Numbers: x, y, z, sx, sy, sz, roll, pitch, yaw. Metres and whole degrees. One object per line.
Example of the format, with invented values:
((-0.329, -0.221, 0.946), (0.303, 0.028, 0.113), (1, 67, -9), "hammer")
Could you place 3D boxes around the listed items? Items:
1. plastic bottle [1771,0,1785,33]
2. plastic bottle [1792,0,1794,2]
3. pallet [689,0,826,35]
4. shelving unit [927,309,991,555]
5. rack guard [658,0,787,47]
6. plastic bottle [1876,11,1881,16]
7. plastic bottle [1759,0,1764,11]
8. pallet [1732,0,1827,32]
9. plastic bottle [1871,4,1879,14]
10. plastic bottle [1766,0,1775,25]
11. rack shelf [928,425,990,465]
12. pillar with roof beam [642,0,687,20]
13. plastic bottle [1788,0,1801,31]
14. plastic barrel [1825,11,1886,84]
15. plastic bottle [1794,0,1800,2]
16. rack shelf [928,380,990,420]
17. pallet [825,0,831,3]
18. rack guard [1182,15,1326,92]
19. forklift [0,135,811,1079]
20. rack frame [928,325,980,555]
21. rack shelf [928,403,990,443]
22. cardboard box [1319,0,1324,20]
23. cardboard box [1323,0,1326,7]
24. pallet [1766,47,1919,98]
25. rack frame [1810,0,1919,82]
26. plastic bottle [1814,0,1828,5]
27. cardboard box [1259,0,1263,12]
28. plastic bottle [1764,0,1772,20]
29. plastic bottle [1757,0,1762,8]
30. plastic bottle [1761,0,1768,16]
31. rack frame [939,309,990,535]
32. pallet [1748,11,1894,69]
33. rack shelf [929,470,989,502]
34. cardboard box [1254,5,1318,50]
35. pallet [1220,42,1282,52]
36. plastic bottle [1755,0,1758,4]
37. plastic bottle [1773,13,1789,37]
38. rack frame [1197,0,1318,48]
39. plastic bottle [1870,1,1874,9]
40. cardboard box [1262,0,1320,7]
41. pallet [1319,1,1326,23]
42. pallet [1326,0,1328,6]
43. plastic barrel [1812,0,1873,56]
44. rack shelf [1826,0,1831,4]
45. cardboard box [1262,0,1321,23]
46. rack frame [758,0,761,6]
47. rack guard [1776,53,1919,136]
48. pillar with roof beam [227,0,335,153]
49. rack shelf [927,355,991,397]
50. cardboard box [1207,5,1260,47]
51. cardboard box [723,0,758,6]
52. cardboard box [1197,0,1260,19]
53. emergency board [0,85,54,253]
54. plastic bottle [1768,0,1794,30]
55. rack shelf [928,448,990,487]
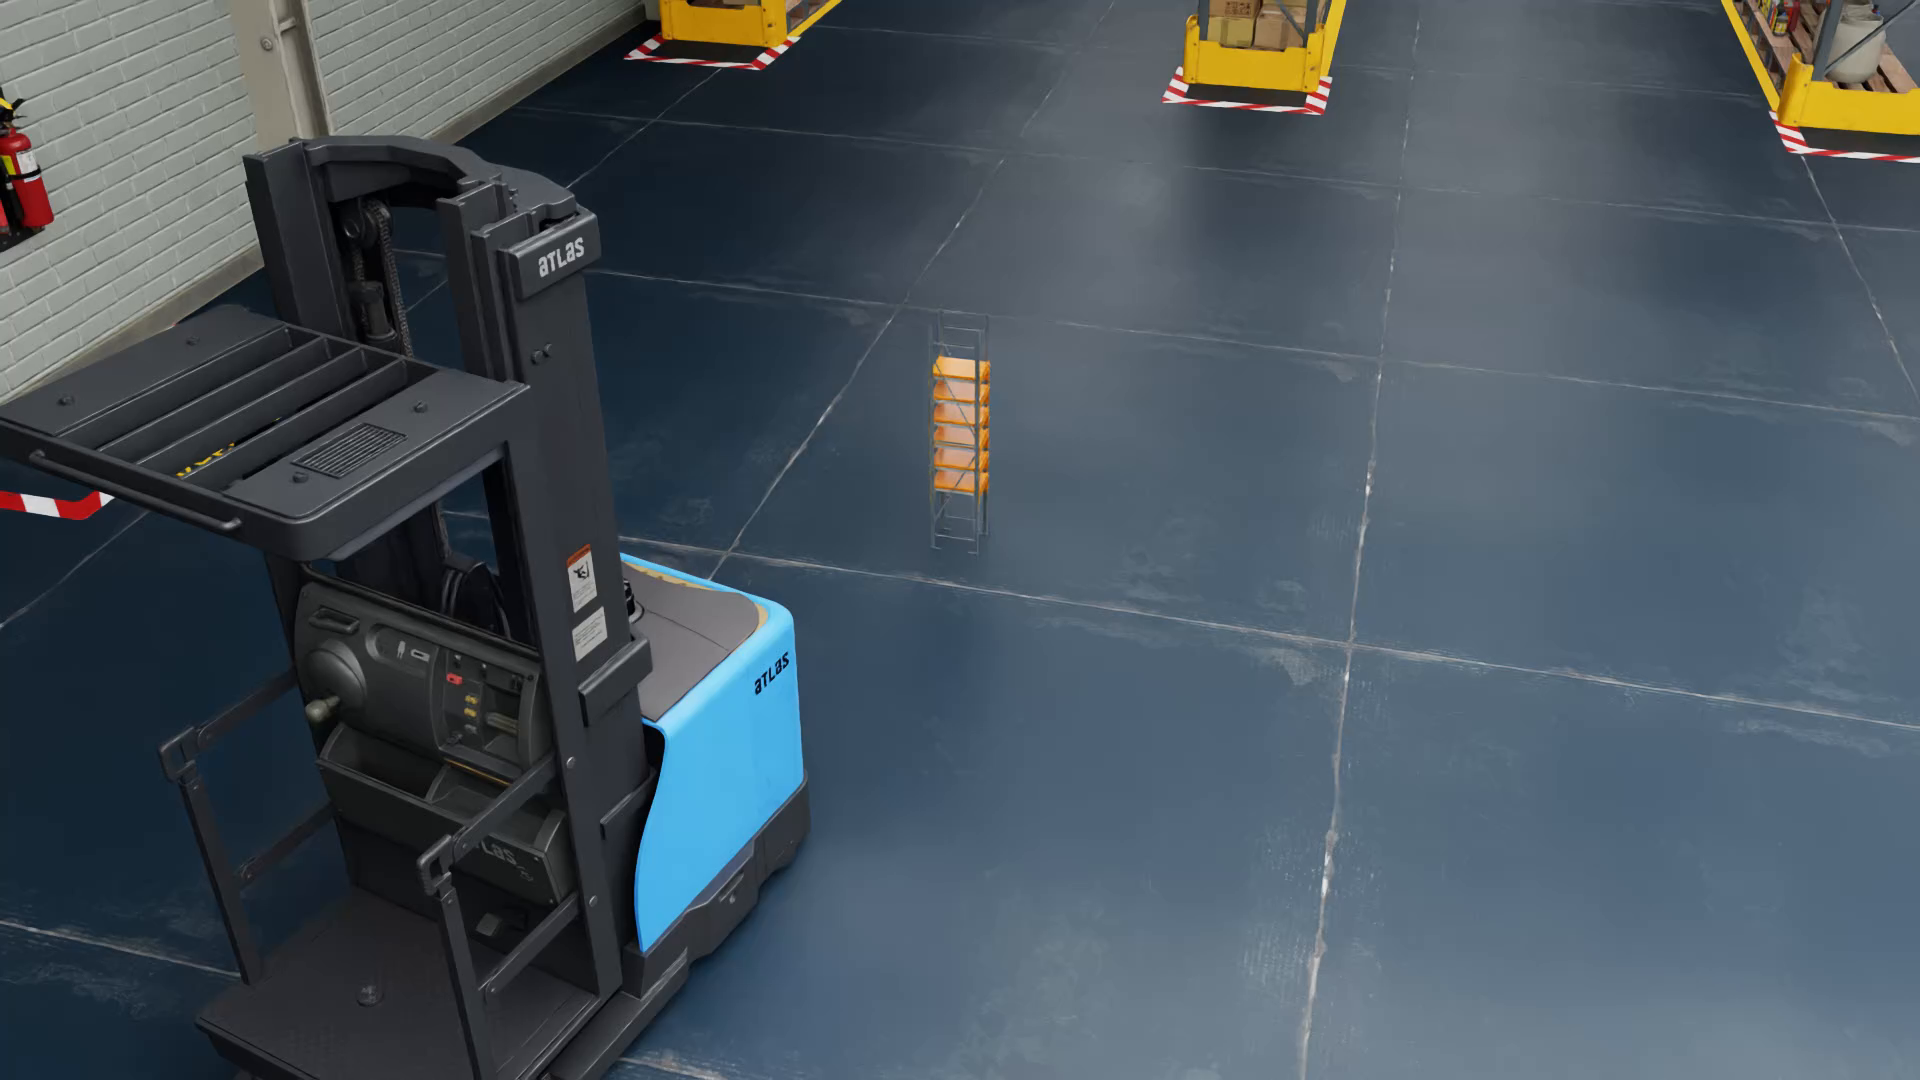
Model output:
((7.394, -4.730, 15.016), (0.061, 0.283, 0.133), (9, 33, 14), "plastic bottle")
((7.674, -4.924, 15.398), (0.097, 0.201, 0.097), (0, 32, 0), "plastic bottle")
((-1.983, -5.243, 16.301), (1.003, 0.211, 1.213), (8, 33, 12), "pallet")
((-0.004, -0.499, 7.916), (0.258, 1.200, 0.189), (8, 33, 12), "shelving unit")
((-2.223, -4.948, 15.567), (1.175, 0.500, 0.348), (8, 33, 12), "rack guard")
((8.102, -4.547, 14.740), (0.097, 0.271, 0.097), (0, 32, 0), "plastic bottle")
((7.607, -5.091, 15.661), (0.097, 0.201, 0.097), (0, 32, 0), "plastic bottle")
((8.145, -5.171, 16.187), (1.003, 0.211, 1.213), (8, 33, 12), "pallet")
((8.177, -4.667, 14.918), (0.061, 0.283, 0.133), (9, 33, 13), "plastic bottle")
((7.508, -4.863, 15.232), (0.152, 0.276, 0.135), (7, 33, 11), "plastic bottle")
((-0.004, -0.461, 7.940), (0.258, 0.103, 0.180), (8, 33, 12), "rack shelf")
((1.262, -8.390, 13.060), (9.100, 9.000, 0.400), (8, 33, 12), "pillar with roof beam")
((7.576, -4.780, 15.094), (0.061, 0.283, 0.133), (8, 33, 12), "plastic bottle")
((7.433, -4.094, 13.821), (0.421, 0.512, 0.421), (0, 32, 0), "plastic barrel")
((7.743, -5.039, 15.509), (0.152, 0.276, 0.135), (8, 33, 12), "plastic bottle")
((-0.004, -0.664, 7.811), (0.258, 0.103, 0.180), (8, 33, 12), "rack shelf")
((-1.671, -5.874, 17.293), (1.003, 0.211, 1.213), (8, 33, 12), "pallet")
((2.544, -4.224, 14.428), (1.175, 0.500, 0.348), (8, 33, 12), "rack guard")
((-1.713, 0.480, 4.762), (1.130, 2.935, 3.031), (16, 36, 23), "forklift")
((-0.027, -0.451, 7.842), (0.240, 1.200, 0.006), (8, 33, 12), "rack frame")
((-0.004, -0.563, 7.876), (0.258, 0.103, 0.180), (8, 33, 12), "rack shelf")
((3.152, -5.075, 15.609), (0.500, 0.250, 0.500), (8, 33, 12), "cardboard box")
((3.283, -5.334, 16.016), (0.500, 0.250, 0.500), (8, 33, 12), "cardboard box")
((7.525, -3.905, 14.195), (1.003, 0.211, 1.213), (8, 33, 12), "pallet")
((7.340, -4.615, 12.713), (1.000, 3.000, 0.127), (8, 33, 12), "rack frame")
((8.272, -5.261, 15.858), (0.152, 0.276, 0.135), (8, 33, 12), "plastic bottle")
((2.515, -4.888, 15.314), (0.500, 0.250, 0.500), (8, 33, 12), "cardboard box")
((7.546, -4.981, 15.348), (0.144, 0.351, 0.185), (9, 34, 14), "plastic bottle")
((7.619, -5.189, 15.739), (0.061, 0.283, 0.133), (9, 34, 15), "plastic bottle")
((7.593, -5.077, 15.500), (0.144, 0.351, 0.185), (8, 33, 12), "plastic bottle")
((0.020, -0.546, 7.991), (0.240, 1.200, 0.006), (8, 33, 12), "rack frame")
((7.837, -4.536, 15.188), (1.003, 0.211, 1.213), (8, 33, 12), "pallet")
((-0.004, -0.259, 8.069), (0.258, 0.103, 0.180), (8, 33, 12), "rack shelf")
((2.901, -4.556, 14.792), (0.500, 0.250, 0.500), (8, 33, 12), "cardboard box")
((2.703, -4.517, 15.158), (1.003, 0.211, 1.213), (8, 33, 12), "pallet")
((7.701, -5.298, 15.847), (0.144, 0.351, 0.185), (7, 33, 10), "plastic bottle")
((7.382, -4.632, 14.939), (0.097, 0.201, 0.097), (0, 32, 0), "plastic bottle")
((2.550, -5.291, 13.777), (1.000, 3.000, 0.127), (8, 33, 12), "rack frame")
((8.189, -4.725, 15.020), (0.097, 0.271, 0.097), (0, 32, 0), "plastic bottle")
((3.026, -5.132, 14.999), (0.500, 0.500, 0.500), (8, 33, 12), "cardboard box")
((3.015, -5.148, 16.151), (1.003, 0.211, 1.213), (8, 33, 12), "pallet")
((3.323, -5.783, 17.150), (1.003, 0.211, 1.213), (8, 33, 12), "pallet")
((7.560, -4.354, 14.231), (0.421, 0.512, 0.421), (0, 32, 0), "plastic barrel")
((7.848, -5.349, 14.539), (1.077, 0.370, 4.000), (8, 33, 12), "rack shelf")
((3.025, -4.816, 15.201), (0.500, 0.250, 0.500), (8, 33, 12), "cardboard box")
((-2.243, -5.964, 14.835), (1.000, 3.000, 0.127), (8, 33, 12), "rack frame")
((7.314, -3.606, 13.456), (1.175, 0.500, 0.348), (8, 33, 12), "rack guard")
((-0.260, -5.277, 8.162), (9.100, 9.000, 0.400), (8, 33, 12), "pillar with roof beam")
((-0.004, -0.765, 7.747), (0.258, 0.103, 0.180), (8, 33, 12), "rack shelf")
((2.400, -4.626, 14.903), (0.500, 0.250, 0.500), (8, 33, 12), "cardboard box")
((-1.980, -5.361, 15.984), (0.500, 0.311, 0.500), (4, 33, 7), "cardboard box")
((2.398, -4.943, 14.702), (0.500, 0.500, 0.500), (8, 33, 12), "cardboard box")
((-5.088, -2.054, 8.685), (0.194, 1.169, 0.643), (8, 33, 12), "emergency board")
((7.473, -4.791, 15.119), (0.152, 0.276, 0.135), (8, 33, 13), "plastic bottle")
((-0.004, -0.360, 8.005), (0.258, 0.103, 0.180), (8, 33, 12), "rack shelf")
